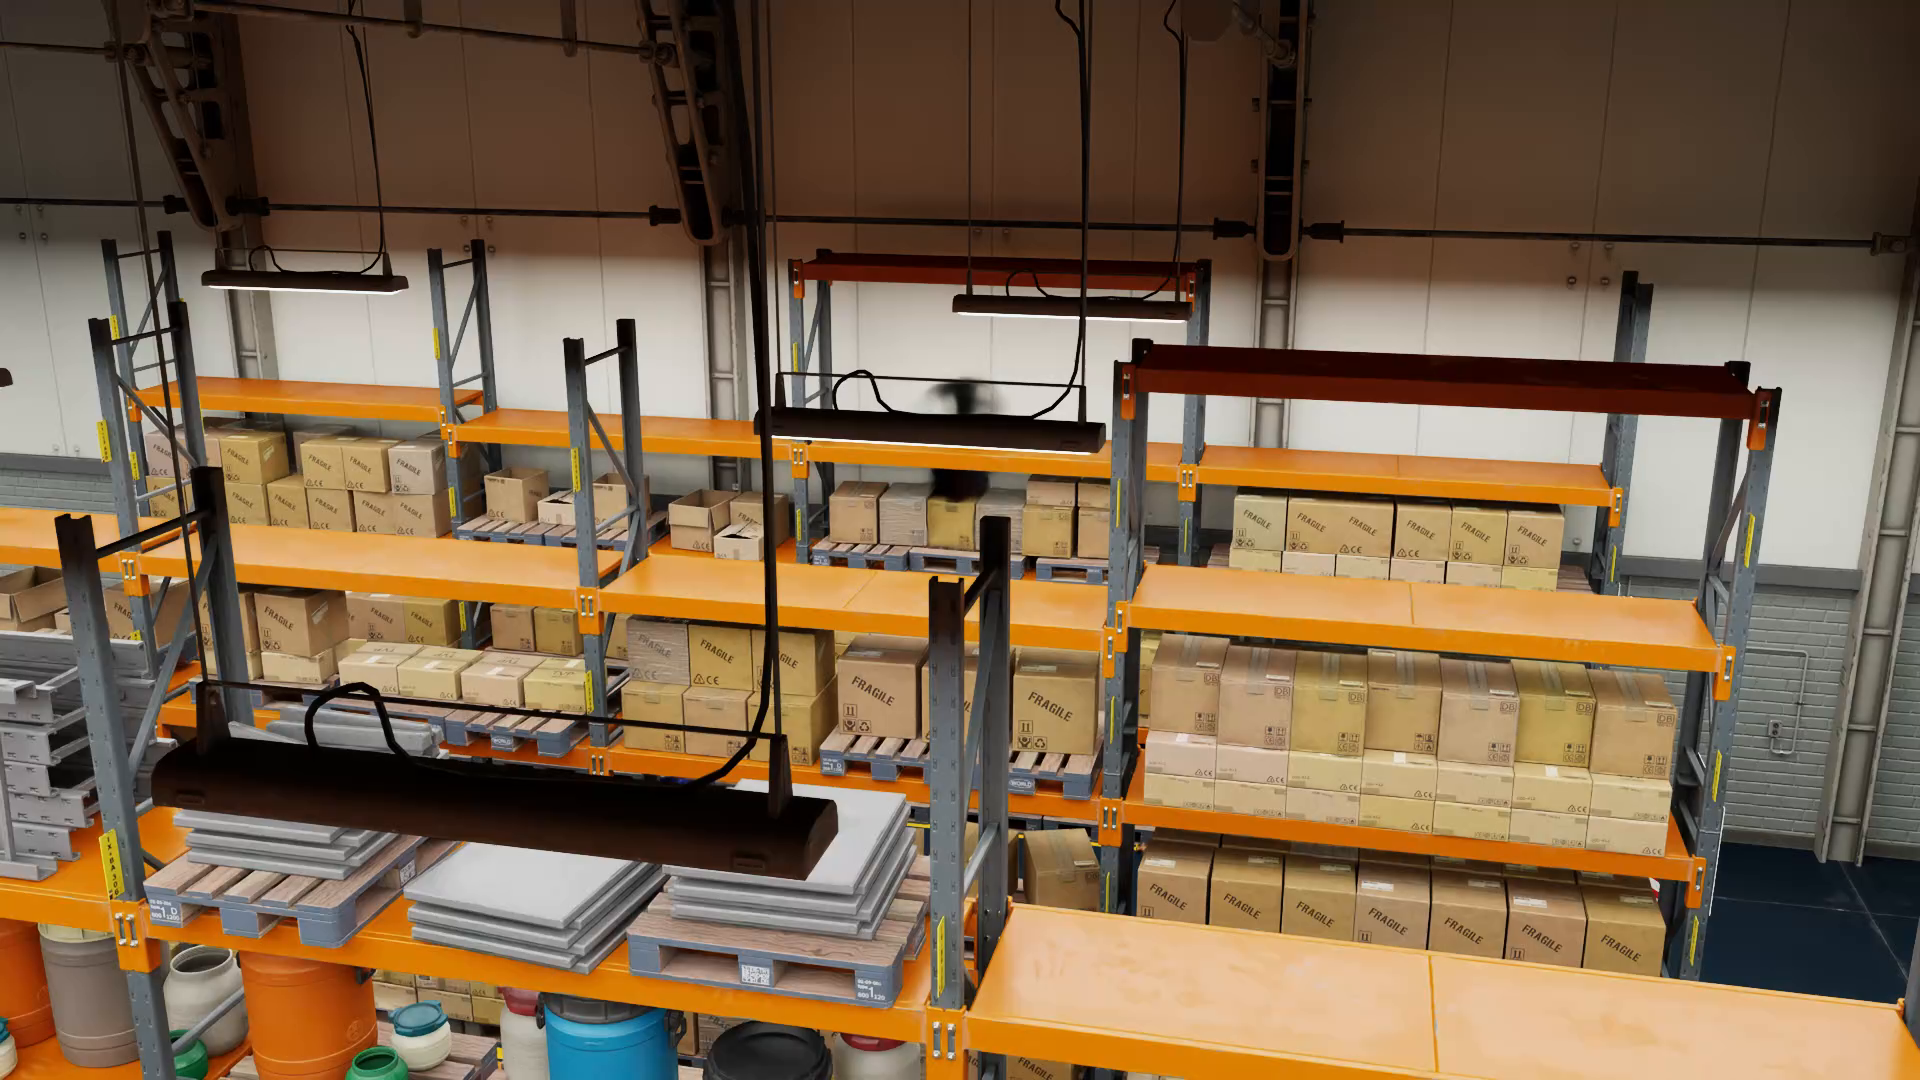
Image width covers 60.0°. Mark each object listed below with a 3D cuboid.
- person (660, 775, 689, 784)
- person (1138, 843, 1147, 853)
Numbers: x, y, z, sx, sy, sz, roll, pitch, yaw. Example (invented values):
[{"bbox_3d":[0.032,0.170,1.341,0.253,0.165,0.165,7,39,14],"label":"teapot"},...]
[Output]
[{"bbox_3d":[-2.785,2.681,16.521,0.797,1.629,0.625,-9,19,-28],"label":"person"},{"bbox_3d":[2.015,3.031,15.169,0.800,1.666,0.504,1,16,5],"label":"person"}]
